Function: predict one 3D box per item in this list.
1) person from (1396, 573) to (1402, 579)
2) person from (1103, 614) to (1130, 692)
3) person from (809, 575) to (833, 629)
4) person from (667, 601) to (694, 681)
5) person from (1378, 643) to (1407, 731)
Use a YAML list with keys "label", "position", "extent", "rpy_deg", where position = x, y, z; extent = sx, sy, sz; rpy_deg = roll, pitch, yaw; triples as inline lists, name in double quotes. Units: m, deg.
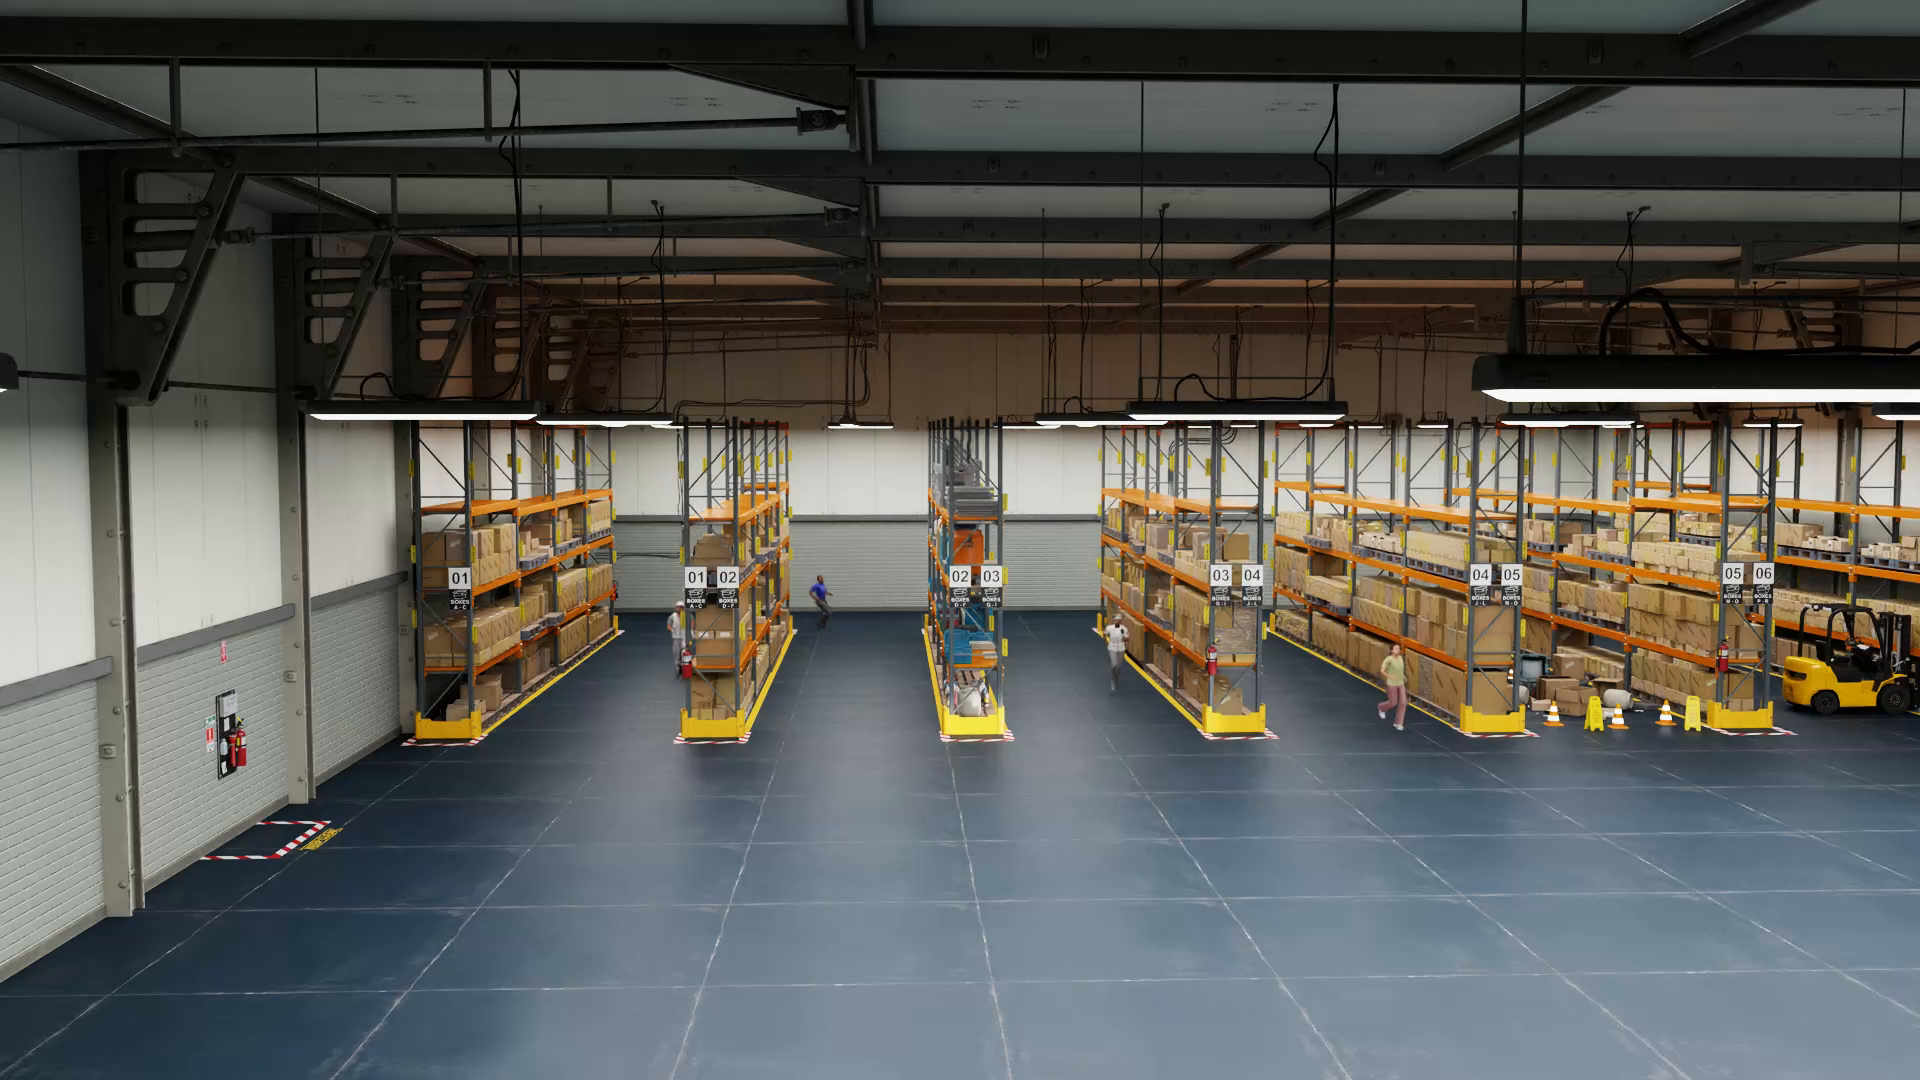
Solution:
- label: "person"
  position: [13.151, 1.652, 49.218]
  extent: [0.735, 1.733, 0.664]
  rpy_deg: [0, 4, 2]
- label: "person"
  position: [3.485, 2.484, 36.947]
  extent: [0.554, 1.742, 0.795]
  rpy_deg: [-1, 4, -9]
- label: "person"
  position: [-3.966, 1.833, 48.000]
  extent: [0.587, 1.519, 0.633]
  rpy_deg: [2, 4, 23]
- label: "person"
  position: [-6.481, 2.318, 38.565]
  extent: [0.608, 1.833, 0.851]
  rpy_deg: [0, 4, -3]
- label: "person"
  position: [8.401, 2.814, 32.209]
  extent: [0.589, 1.670, 0.820]
  rpy_deg: [-1, 4, -21]
